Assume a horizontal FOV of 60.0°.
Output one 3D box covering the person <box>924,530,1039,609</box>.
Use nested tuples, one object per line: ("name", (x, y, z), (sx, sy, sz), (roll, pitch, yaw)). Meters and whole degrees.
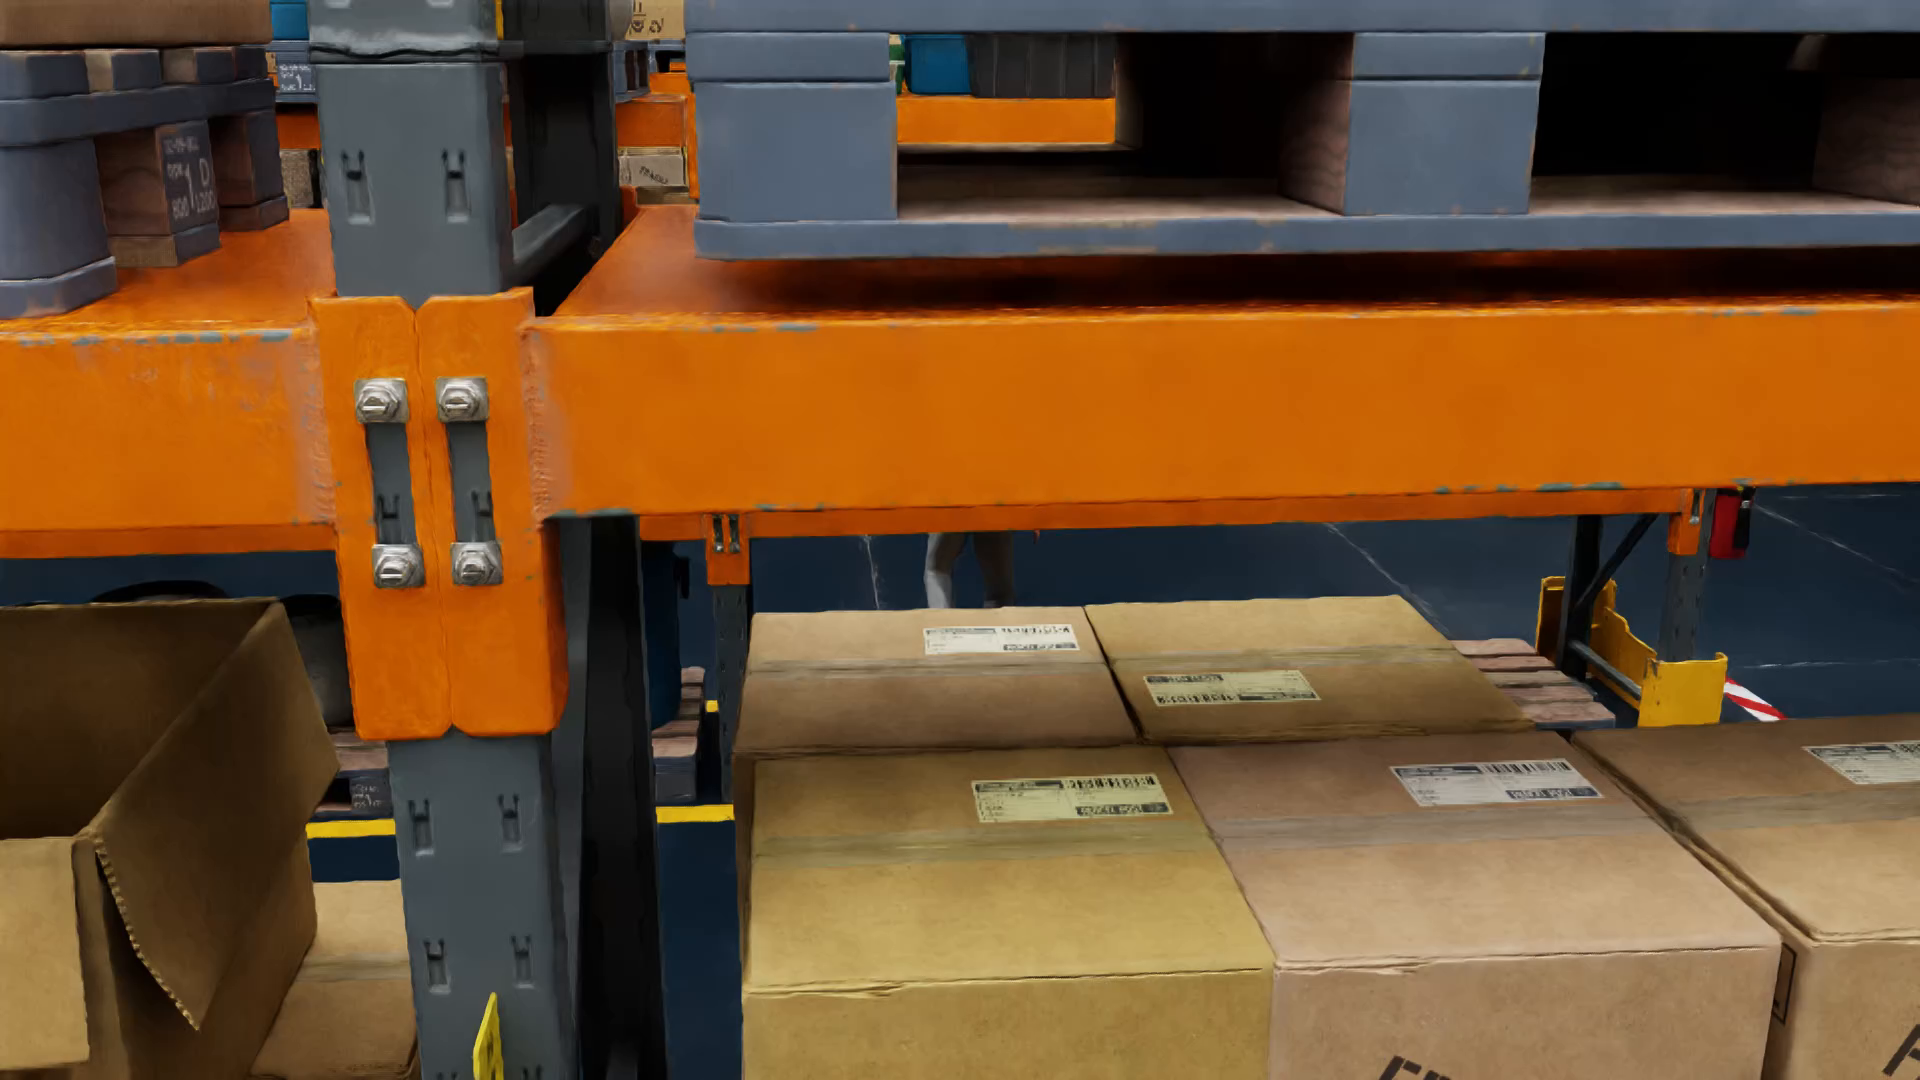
("person", (0.090, -0.106, 7.827), (0.567, 1.656, 0.572), (3, 17, 10))
